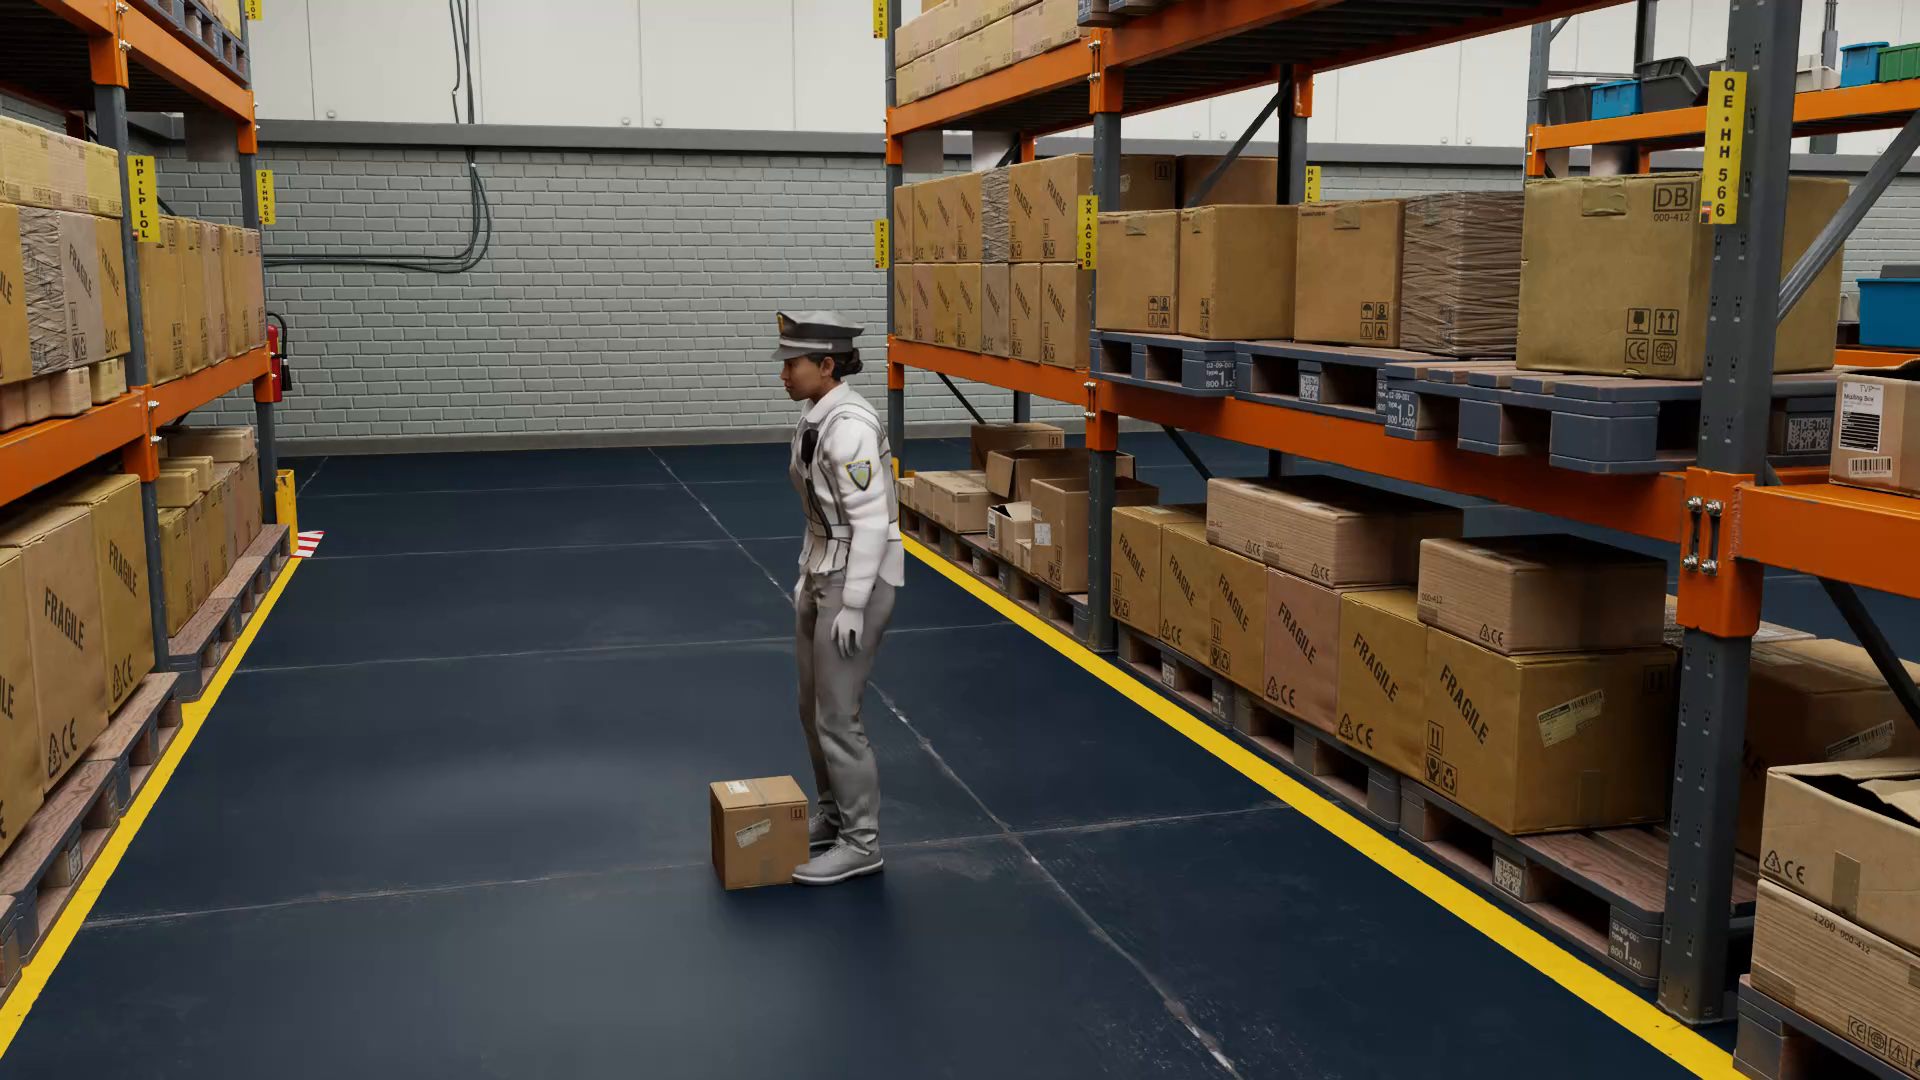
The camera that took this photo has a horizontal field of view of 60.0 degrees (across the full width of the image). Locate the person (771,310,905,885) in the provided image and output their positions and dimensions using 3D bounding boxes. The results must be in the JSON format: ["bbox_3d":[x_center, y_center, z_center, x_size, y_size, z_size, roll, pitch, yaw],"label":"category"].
[{"bbox_3d":[-0.365,0.160,4.902,0.375,1.662,0.541,-3,10,-19],"label":"person"}]
